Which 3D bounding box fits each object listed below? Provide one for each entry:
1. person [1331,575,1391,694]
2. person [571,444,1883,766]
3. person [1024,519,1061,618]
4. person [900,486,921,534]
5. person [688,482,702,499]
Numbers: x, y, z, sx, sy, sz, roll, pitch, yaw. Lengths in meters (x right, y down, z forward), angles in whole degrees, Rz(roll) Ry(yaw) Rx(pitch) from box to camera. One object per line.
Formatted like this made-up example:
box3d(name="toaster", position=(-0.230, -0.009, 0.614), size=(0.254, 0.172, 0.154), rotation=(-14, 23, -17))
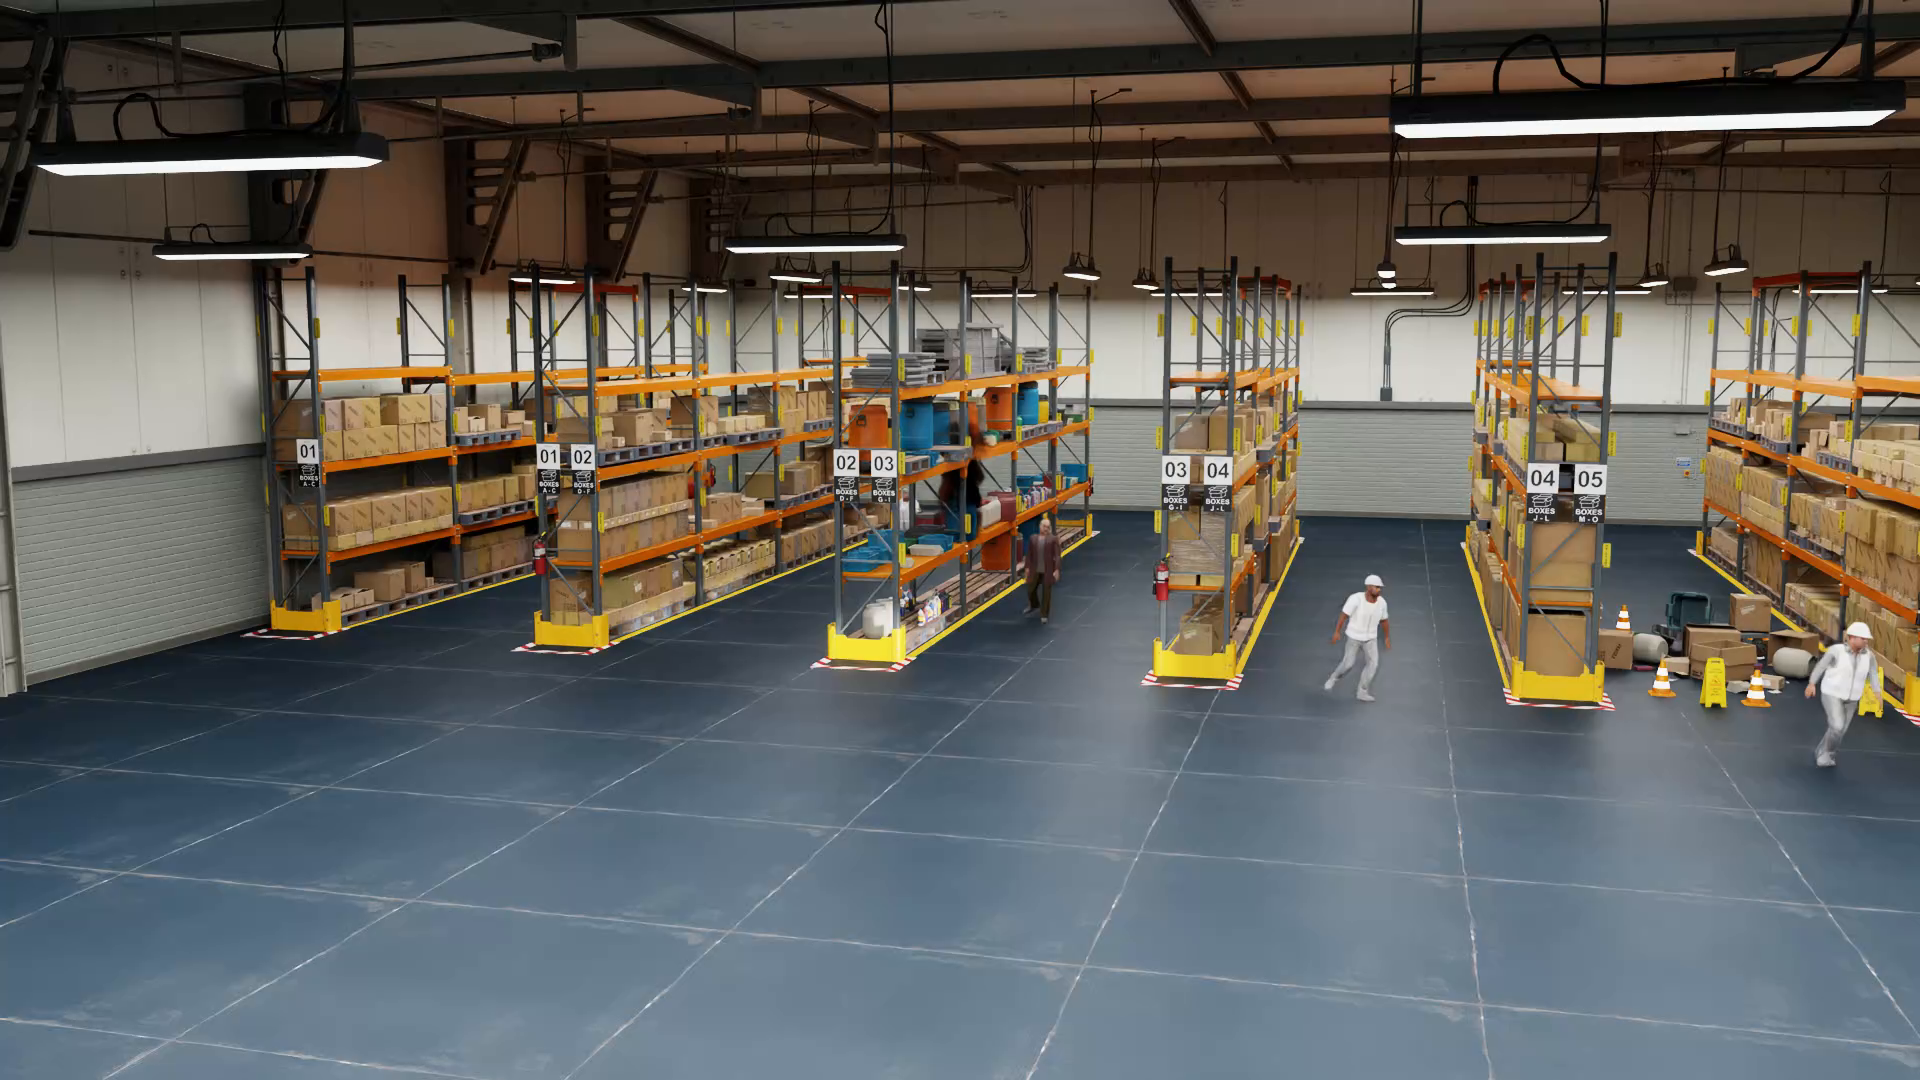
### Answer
box3d(name="person", position=(5.393, 1.272, 22.534), size=(0.774, 1.646, 0.708), rotation=(-2, 8, -18))
box3d(name="person", position=(2.141, 0.576, 22.366), size=(15.760, 3.175, 9.316), rotation=(-1, 7, -5))
box3d(name="person", position=(1.418, 0.480, 28.397), size=(0.683, 1.695, 0.570), rotation=(2, 7, 14))
box3d(name="person", position=(-1.136, -0.306, 34.588), size=(0.669, 1.652, 0.655), rotation=(2, 7, 14))
box3d(name="person", position=(-6.335, -0.714, 38.859), size=(0.698, 1.693, 1.023), rotation=(0, 7, 2))
